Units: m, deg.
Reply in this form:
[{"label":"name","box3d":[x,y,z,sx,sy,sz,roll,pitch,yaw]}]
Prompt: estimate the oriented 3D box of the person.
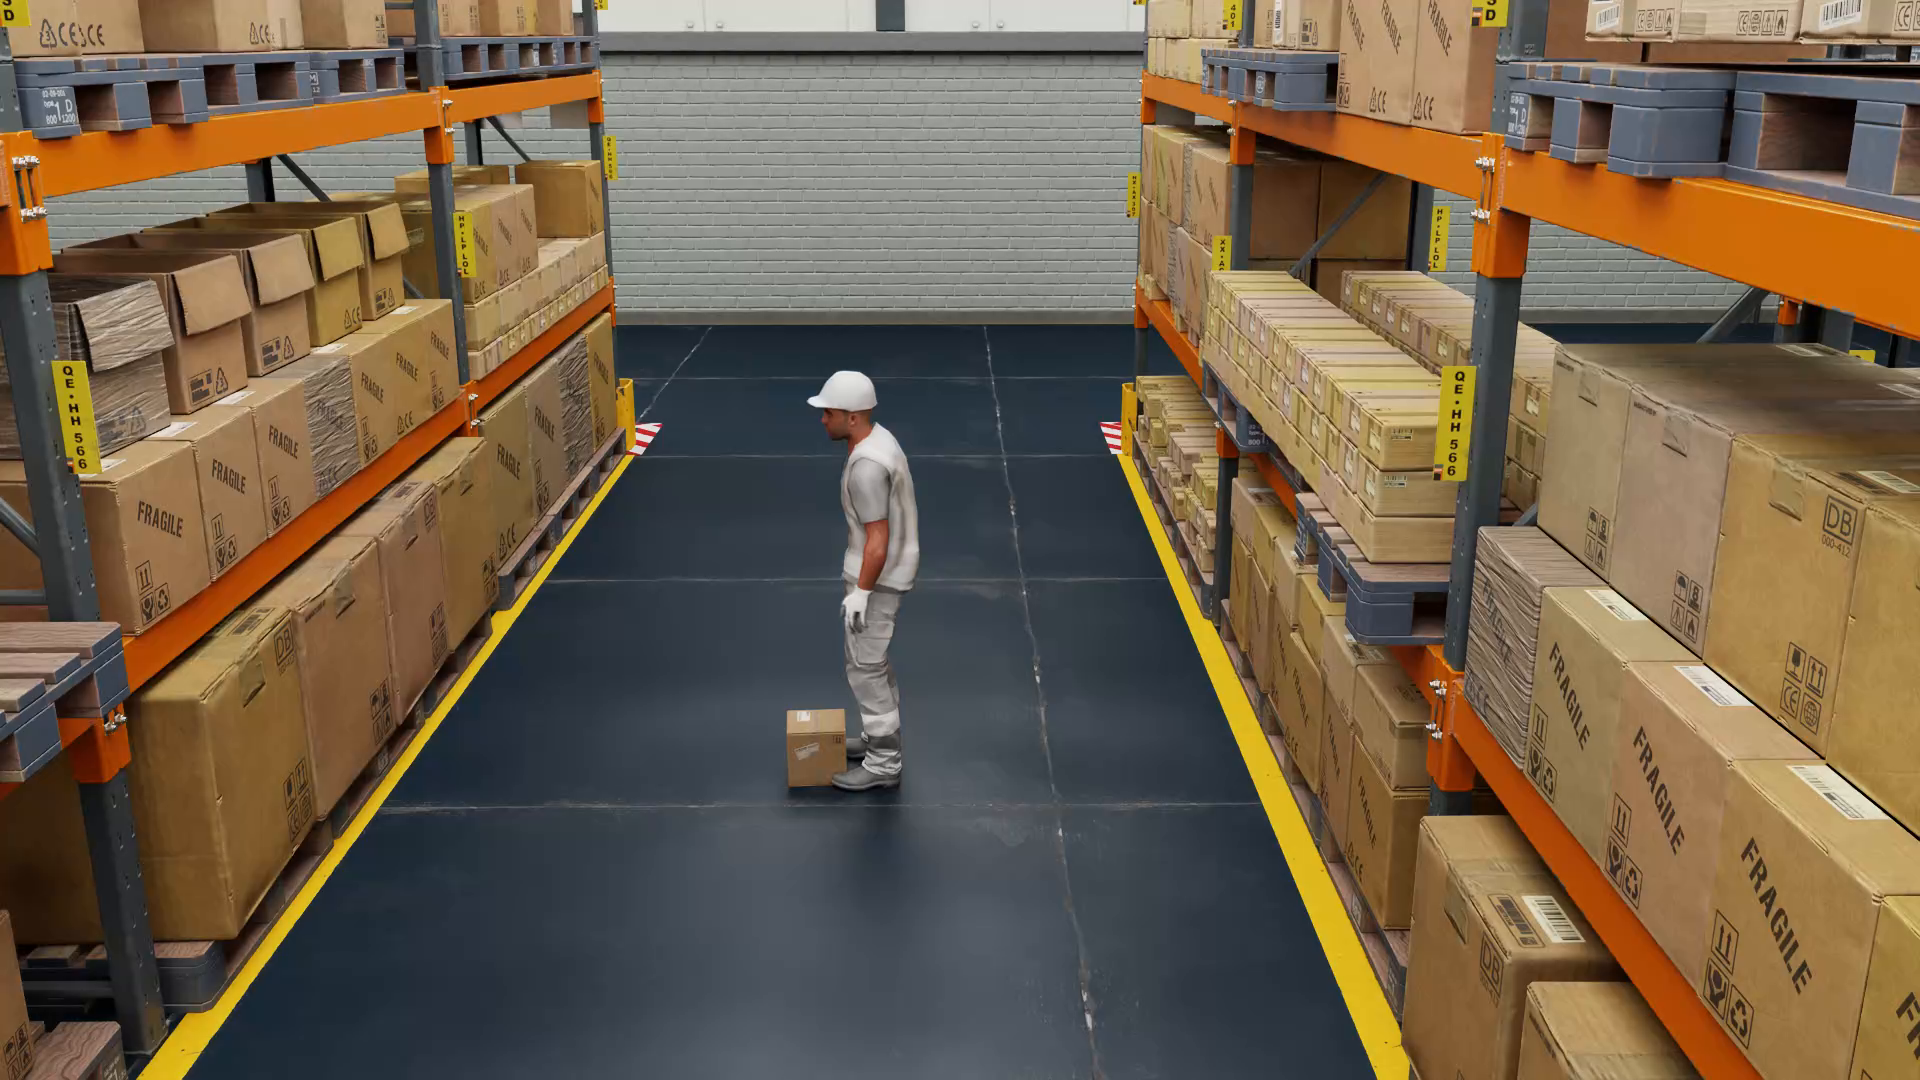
[{"label":"person","box3d":[-0.392,0.166,6.972,0.450,1.780,0.607,0,17,-1]}]
